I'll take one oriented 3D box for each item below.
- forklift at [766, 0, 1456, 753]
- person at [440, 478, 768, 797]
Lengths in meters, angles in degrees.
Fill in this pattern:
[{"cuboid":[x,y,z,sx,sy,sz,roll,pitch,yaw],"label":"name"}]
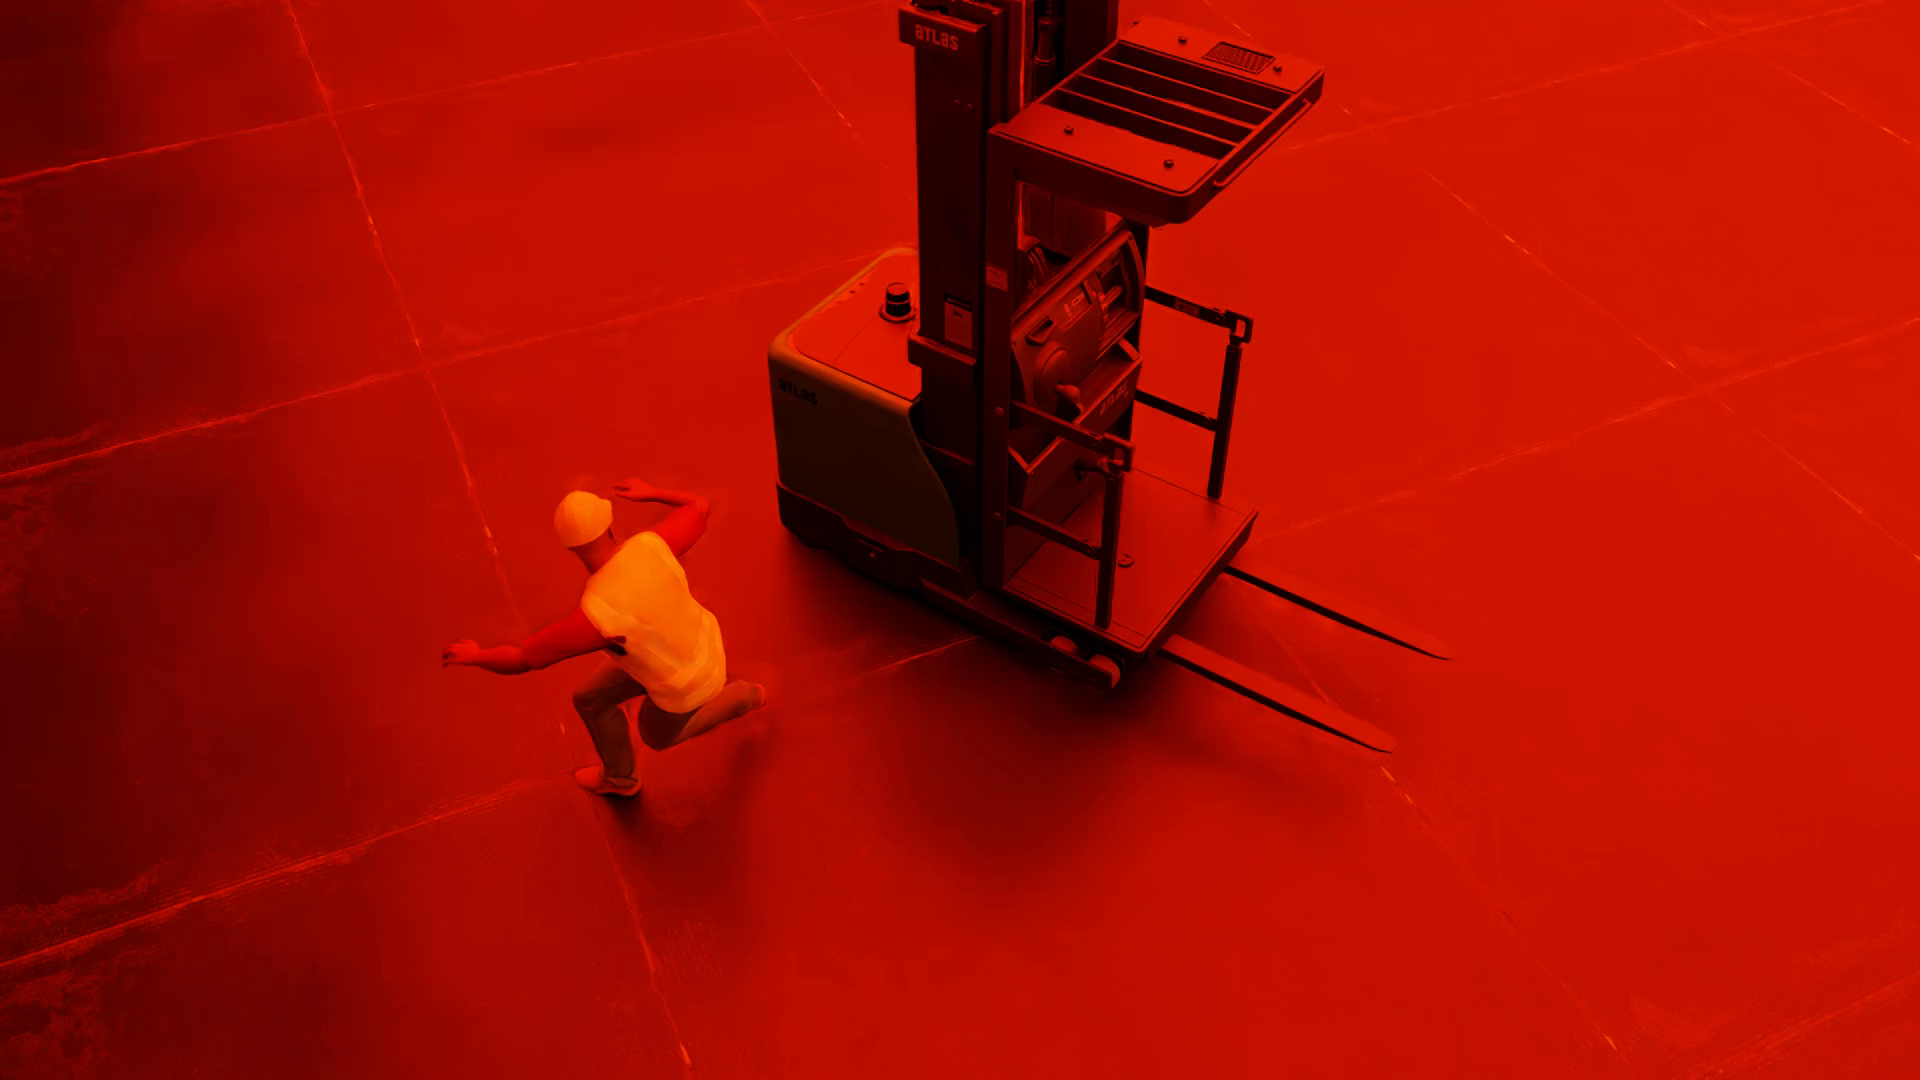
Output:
[{"cuboid":[0.651,-0.833,6.573,3.031,2.935,1.130,25,48,24],"label":"forklift"},{"cuboid":[-1.360,0.341,6.378,1.155,1.518,0.911,-3,43,-4],"label":"person"}]
